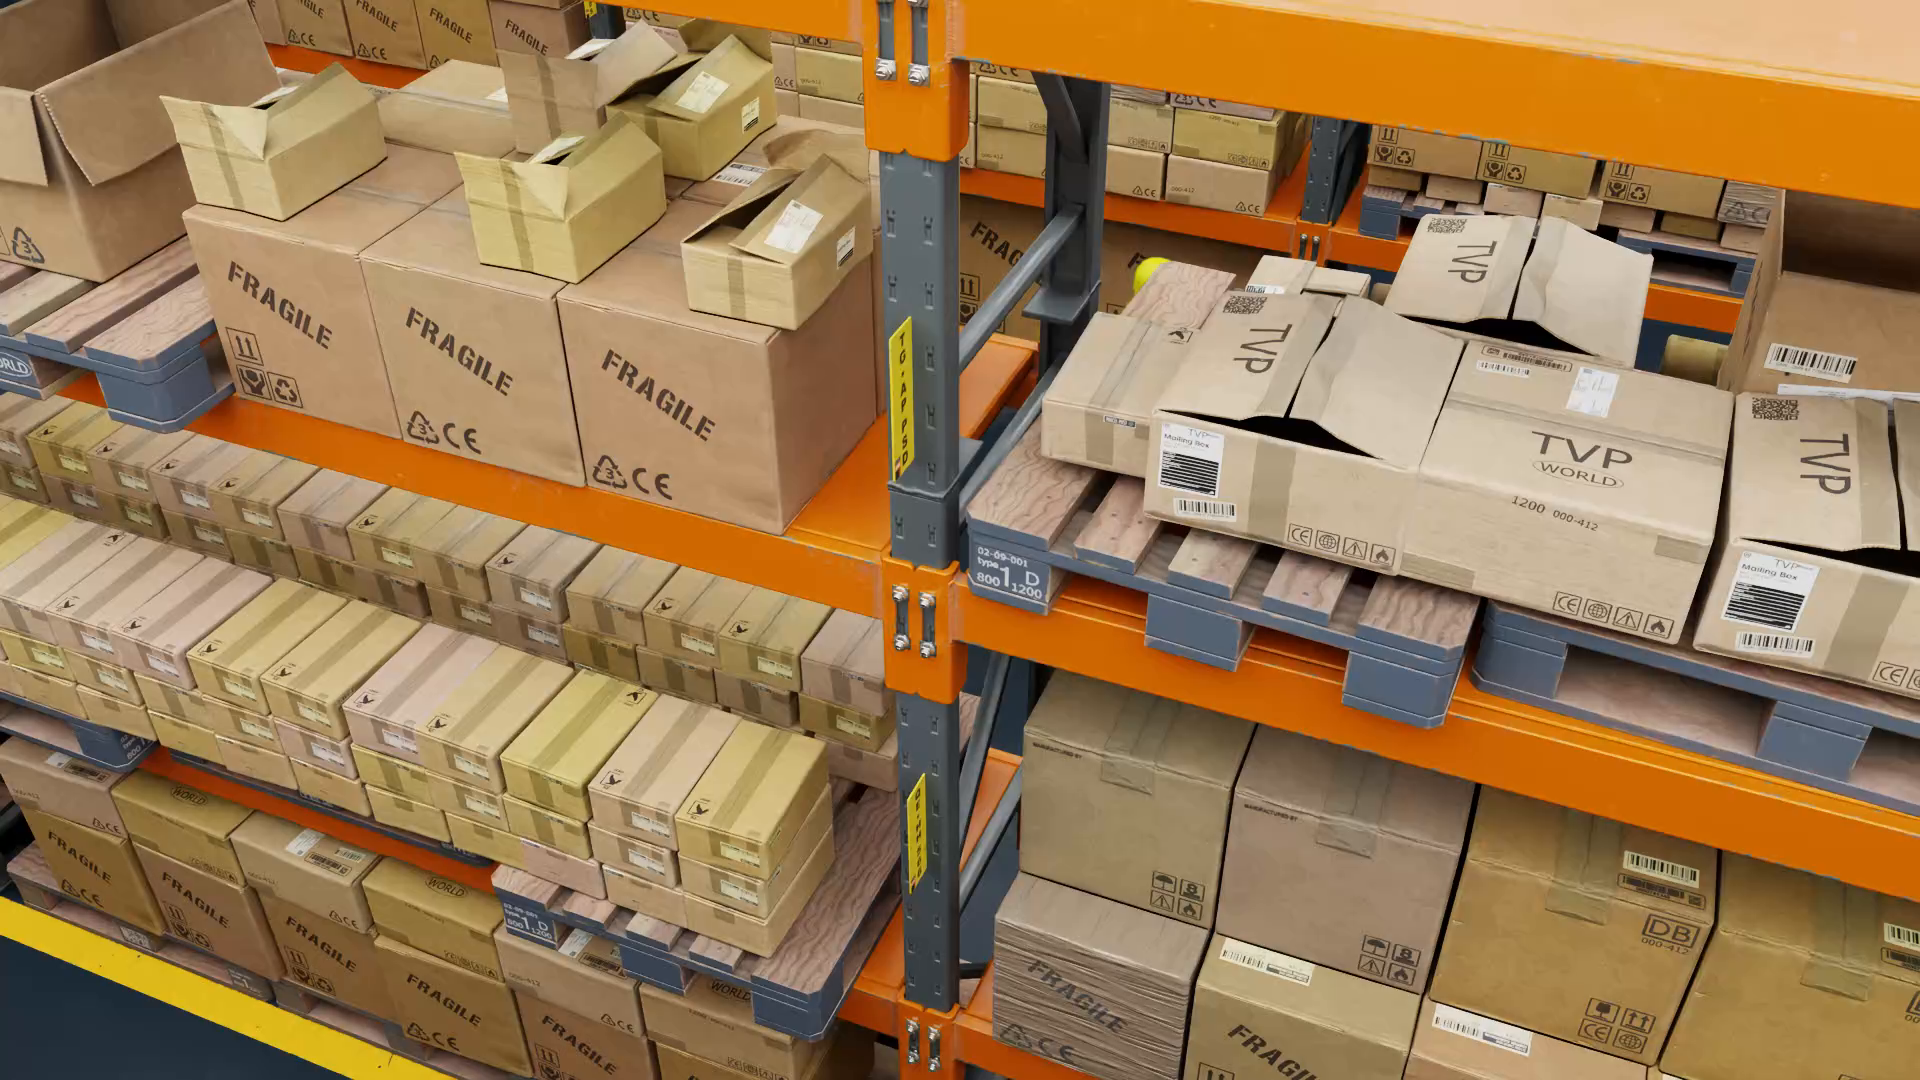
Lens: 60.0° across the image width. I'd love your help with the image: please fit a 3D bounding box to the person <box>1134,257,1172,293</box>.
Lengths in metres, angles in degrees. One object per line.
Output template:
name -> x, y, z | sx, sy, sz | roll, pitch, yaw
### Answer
person -> 0.888, -0.448, 7.379 | 0.509, 1.772, 0.570 | 7, 38, 9
